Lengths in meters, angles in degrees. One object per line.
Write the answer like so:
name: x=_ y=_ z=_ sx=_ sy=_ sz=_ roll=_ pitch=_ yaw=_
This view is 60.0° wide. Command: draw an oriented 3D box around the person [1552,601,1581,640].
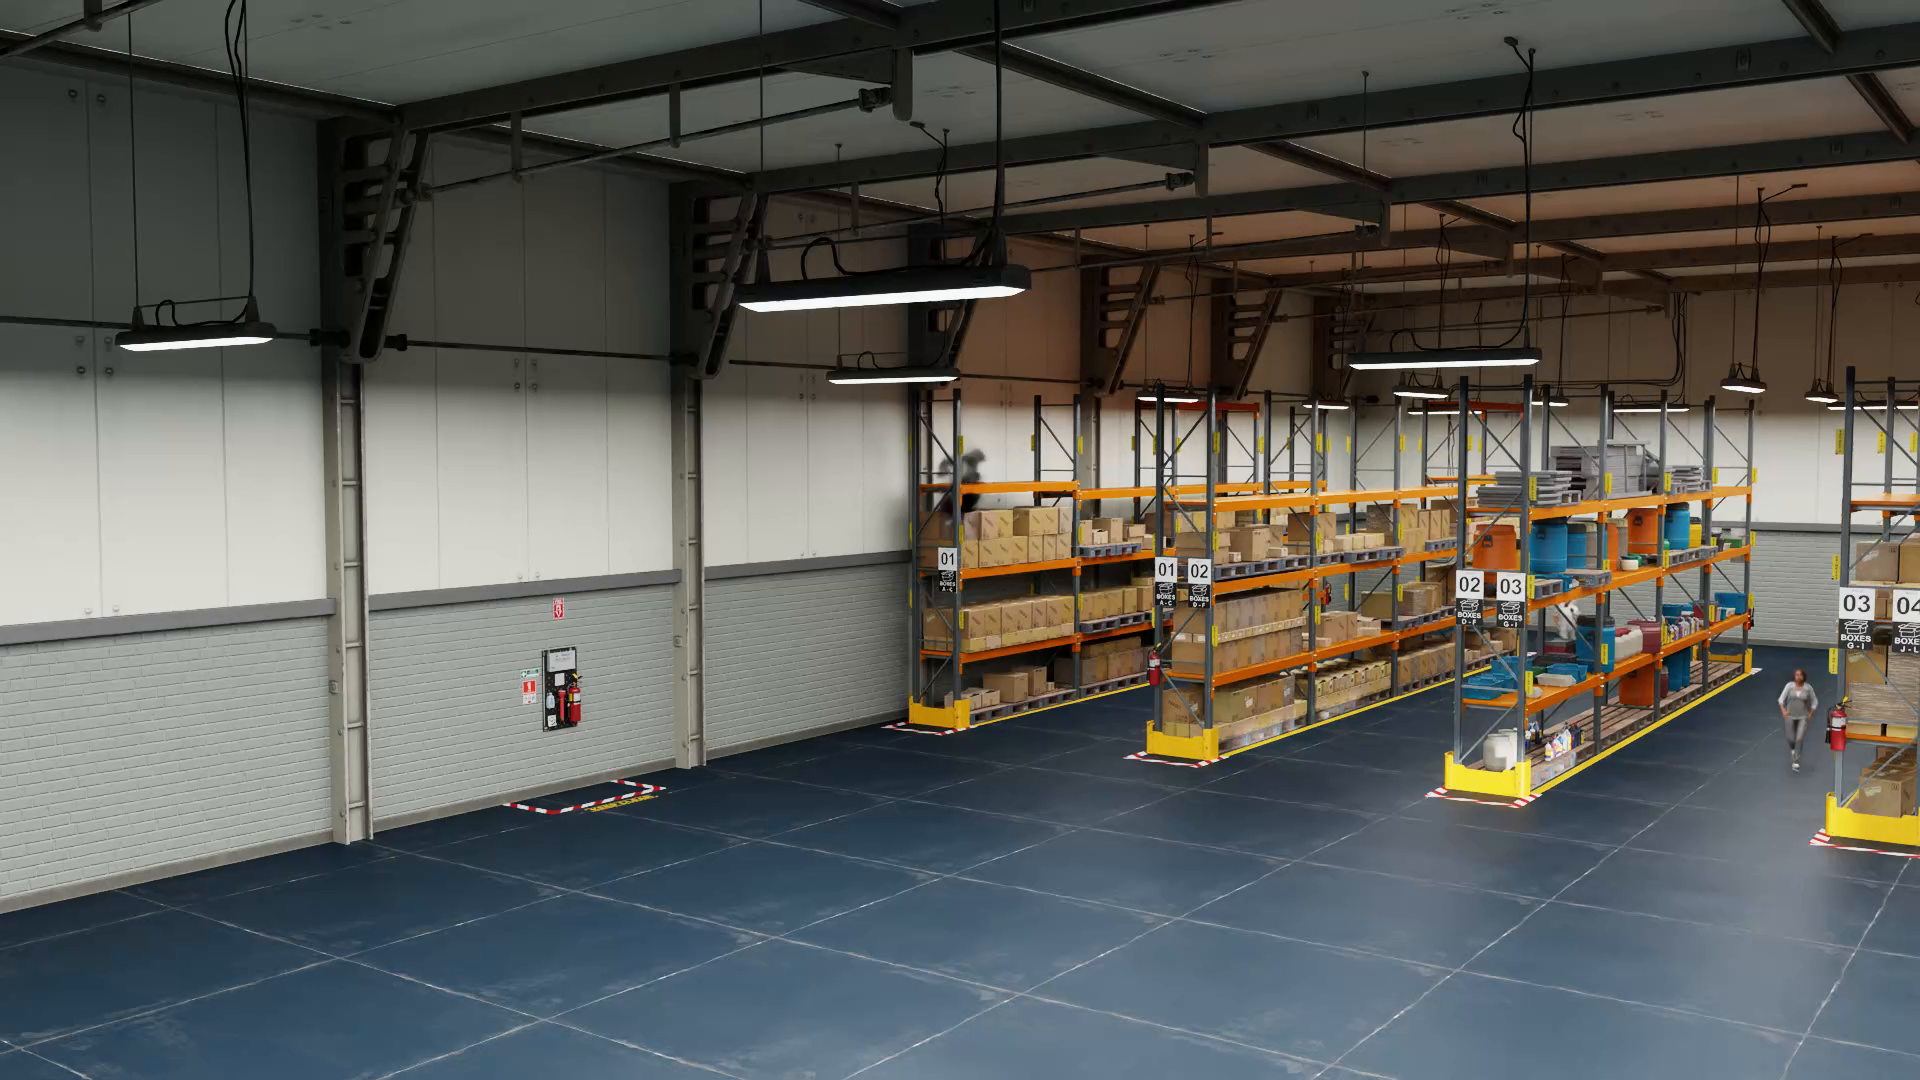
person: x=13.821 y=2.047 z=37.877 sx=0.631 sy=1.630 sz=0.549 roll=1 pitch=4 yaw=23

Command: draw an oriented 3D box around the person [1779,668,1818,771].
person: x=12.981 y=2.762 z=25.763 sx=0.547 sy=1.569 sz=0.583 roll=2 pitch=4 yaw=31
